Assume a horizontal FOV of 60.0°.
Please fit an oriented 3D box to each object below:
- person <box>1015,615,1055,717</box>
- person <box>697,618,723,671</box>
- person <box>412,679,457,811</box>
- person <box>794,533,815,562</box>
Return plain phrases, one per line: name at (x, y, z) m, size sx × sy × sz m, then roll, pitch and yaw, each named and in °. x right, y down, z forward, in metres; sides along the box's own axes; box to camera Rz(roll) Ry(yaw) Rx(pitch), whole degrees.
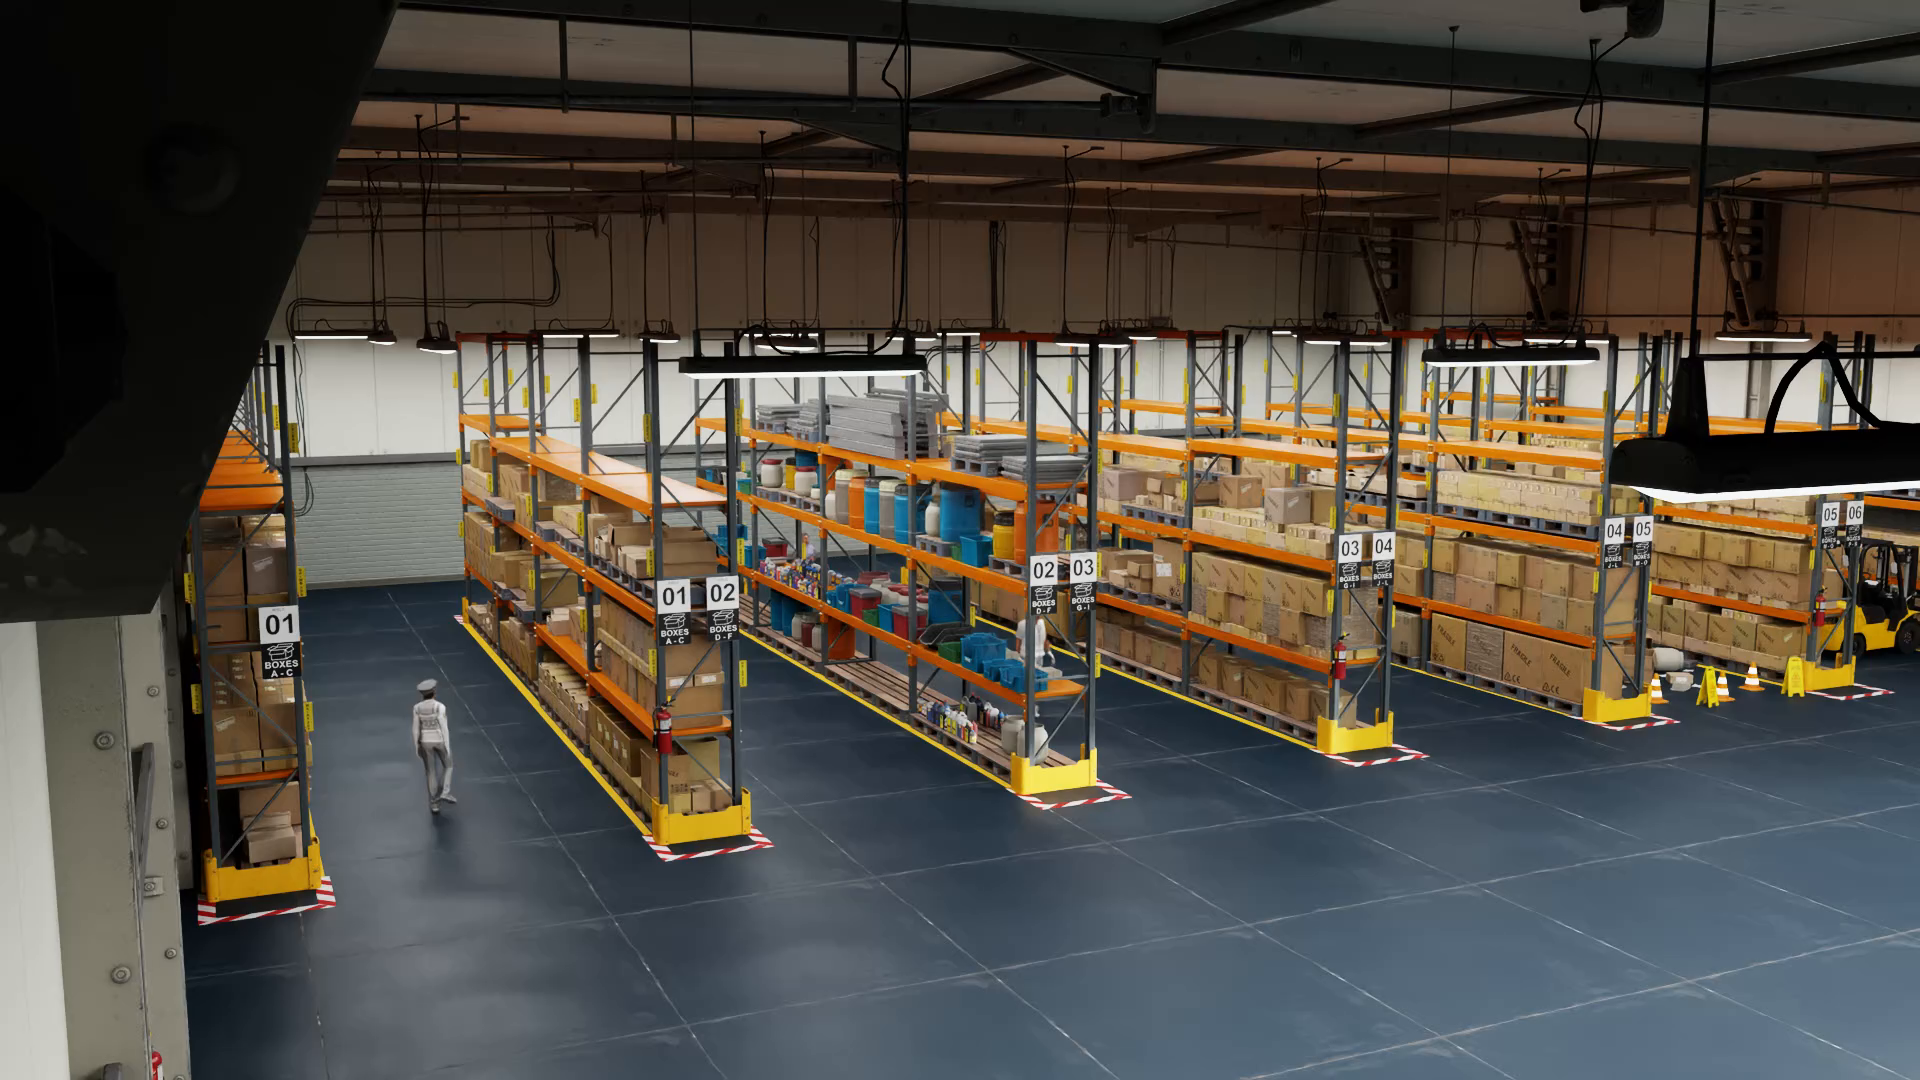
person at (1.172, 1.892, 26.530) m, size 0.613 × 1.836 × 0.535 m, roll -7°, pitch 11°, yaw -43°
person at (-4.038, 1.996, 26.406) m, size 0.441 × 1.537 × 0.971 m, roll -7°, pitch 10°, yaw -41°
person at (-6.750, 2.630, 21.325) m, size 0.526 × 1.676 × 0.487 m, roll -2°, pitch 8°, yaw -12°
person at (-3.400, 0.630, 36.344) m, size 0.501 × 1.587 × 1.043 m, roll -4°, pitch 8°, yaw -25°
